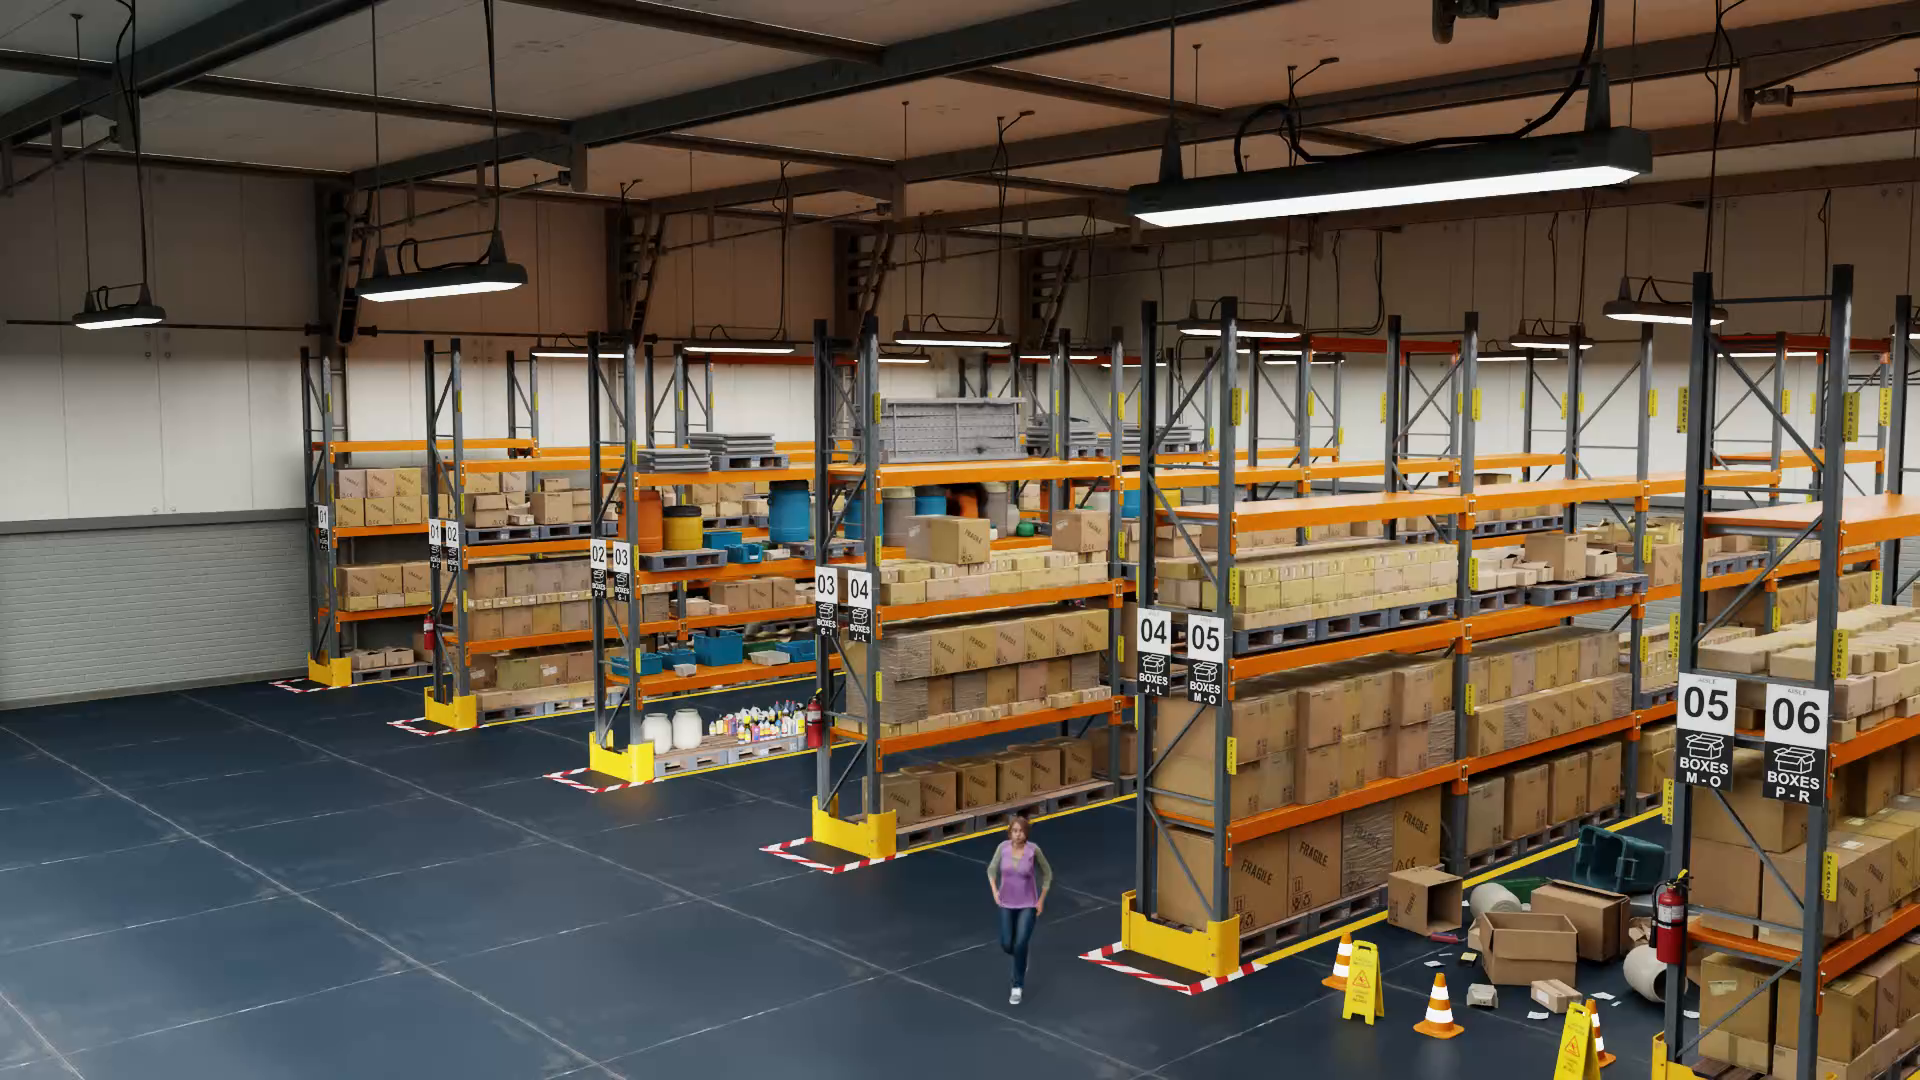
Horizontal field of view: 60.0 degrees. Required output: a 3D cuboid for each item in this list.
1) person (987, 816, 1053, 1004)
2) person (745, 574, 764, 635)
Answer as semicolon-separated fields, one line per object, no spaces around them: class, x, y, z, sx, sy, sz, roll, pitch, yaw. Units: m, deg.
person;0.509;3.142;14.313;0.574;1.575;0.556;1;5;15
person;-3.959;1.472;32.000;0.992;1.747;0.678;-5;7;-43
